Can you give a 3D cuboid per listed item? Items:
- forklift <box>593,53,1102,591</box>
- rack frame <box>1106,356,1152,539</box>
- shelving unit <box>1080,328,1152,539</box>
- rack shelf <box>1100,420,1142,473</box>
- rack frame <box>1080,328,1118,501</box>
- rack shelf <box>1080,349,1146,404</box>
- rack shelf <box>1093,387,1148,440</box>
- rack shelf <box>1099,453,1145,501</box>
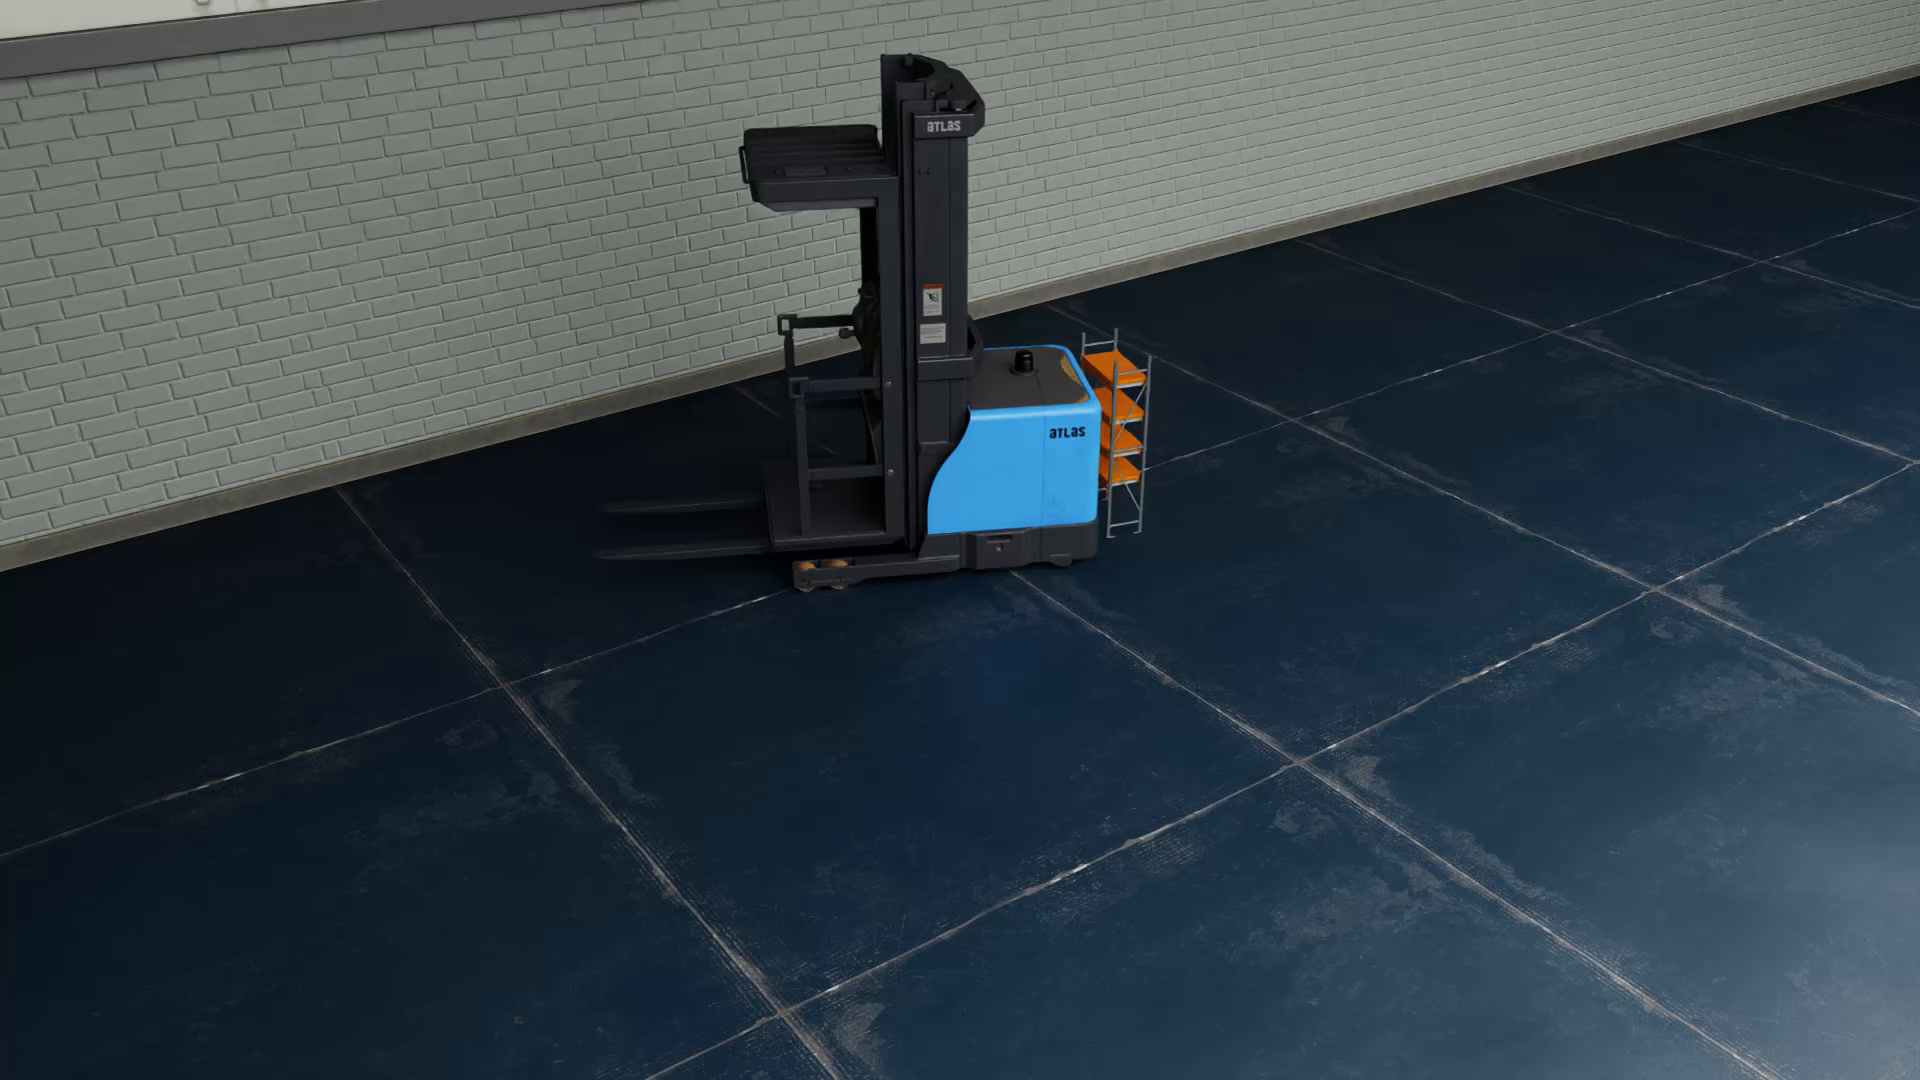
[{"bbox_3d":[-0.718,-1.255,9.716,3.031,2.935,1.130,-4,29,-8],"label":"forklift"},{"bbox_3d":[1.036,-0.558,10.246,0.240,1.200,0.015,-10,30,-17],"label":"rack frame"},{"bbox_3d":[0.953,-0.667,10.448,0.258,1.200,0.503,-10,30,-17],"label":"shelving unit"},{"bbox_3d":[0.953,-0.608,10.480,0.258,0.148,0.480,-10,30,-17],"label":"rack shelf"},{"bbox_3d":[0.871,-0.777,10.650,0.240,1.200,0.015,-10,30,-17],"label":"rack frame"},{"bbox_3d":[0.953,-1.013,10.261,0.258,0.148,0.480,-10,30,-17],"label":"rack shelf"},{"bbox_3d":[0.953,-0.805,10.374,0.258,0.148,0.480,-10,30,-17],"label":"rack shelf"},{"bbox_3d":[0.953,-0.434,10.575,0.258,0.148,0.480,-10,30,-17],"label":"rack shelf"}]
